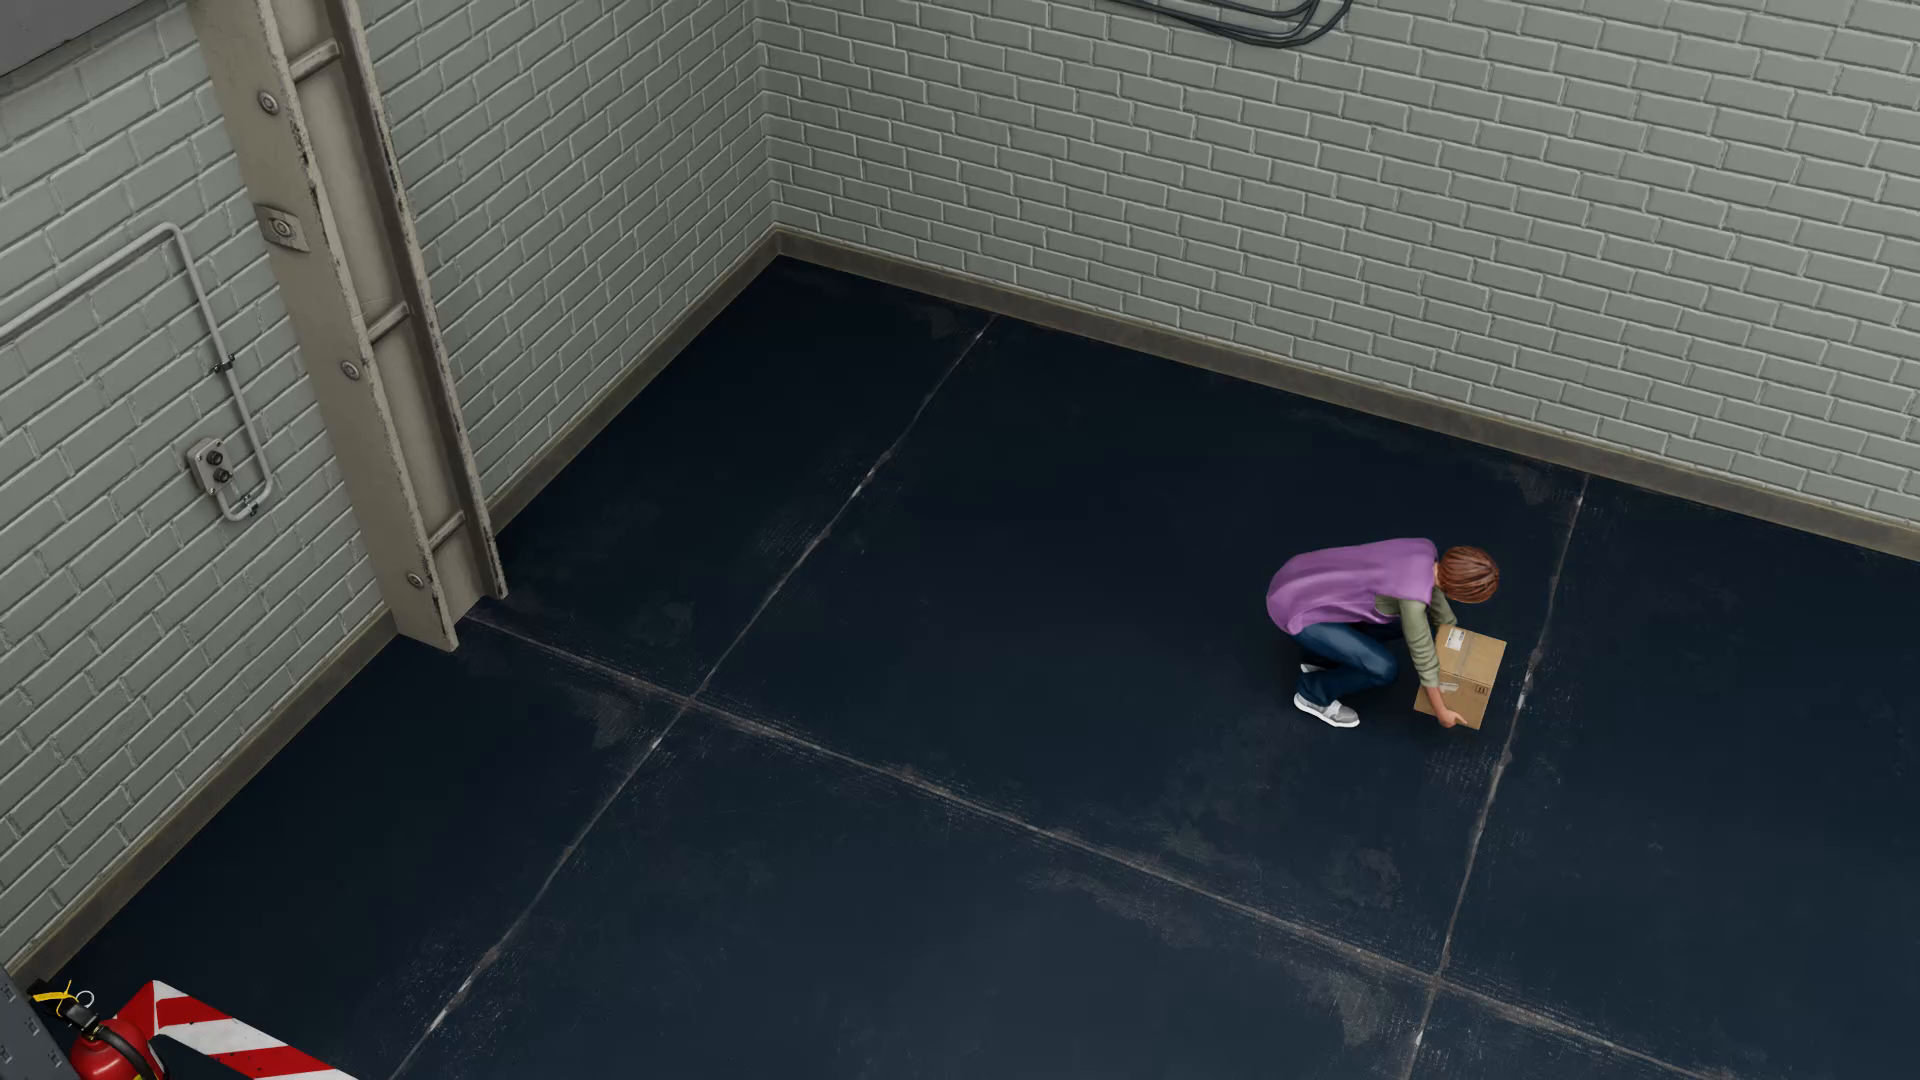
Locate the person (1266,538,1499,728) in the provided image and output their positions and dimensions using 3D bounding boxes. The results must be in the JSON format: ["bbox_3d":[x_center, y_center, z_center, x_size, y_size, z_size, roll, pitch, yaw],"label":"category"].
[{"bbox_3d":[1.586,0.325,6.333,0.849,0.901,0.417,16,45,17],"label":"person"}]
